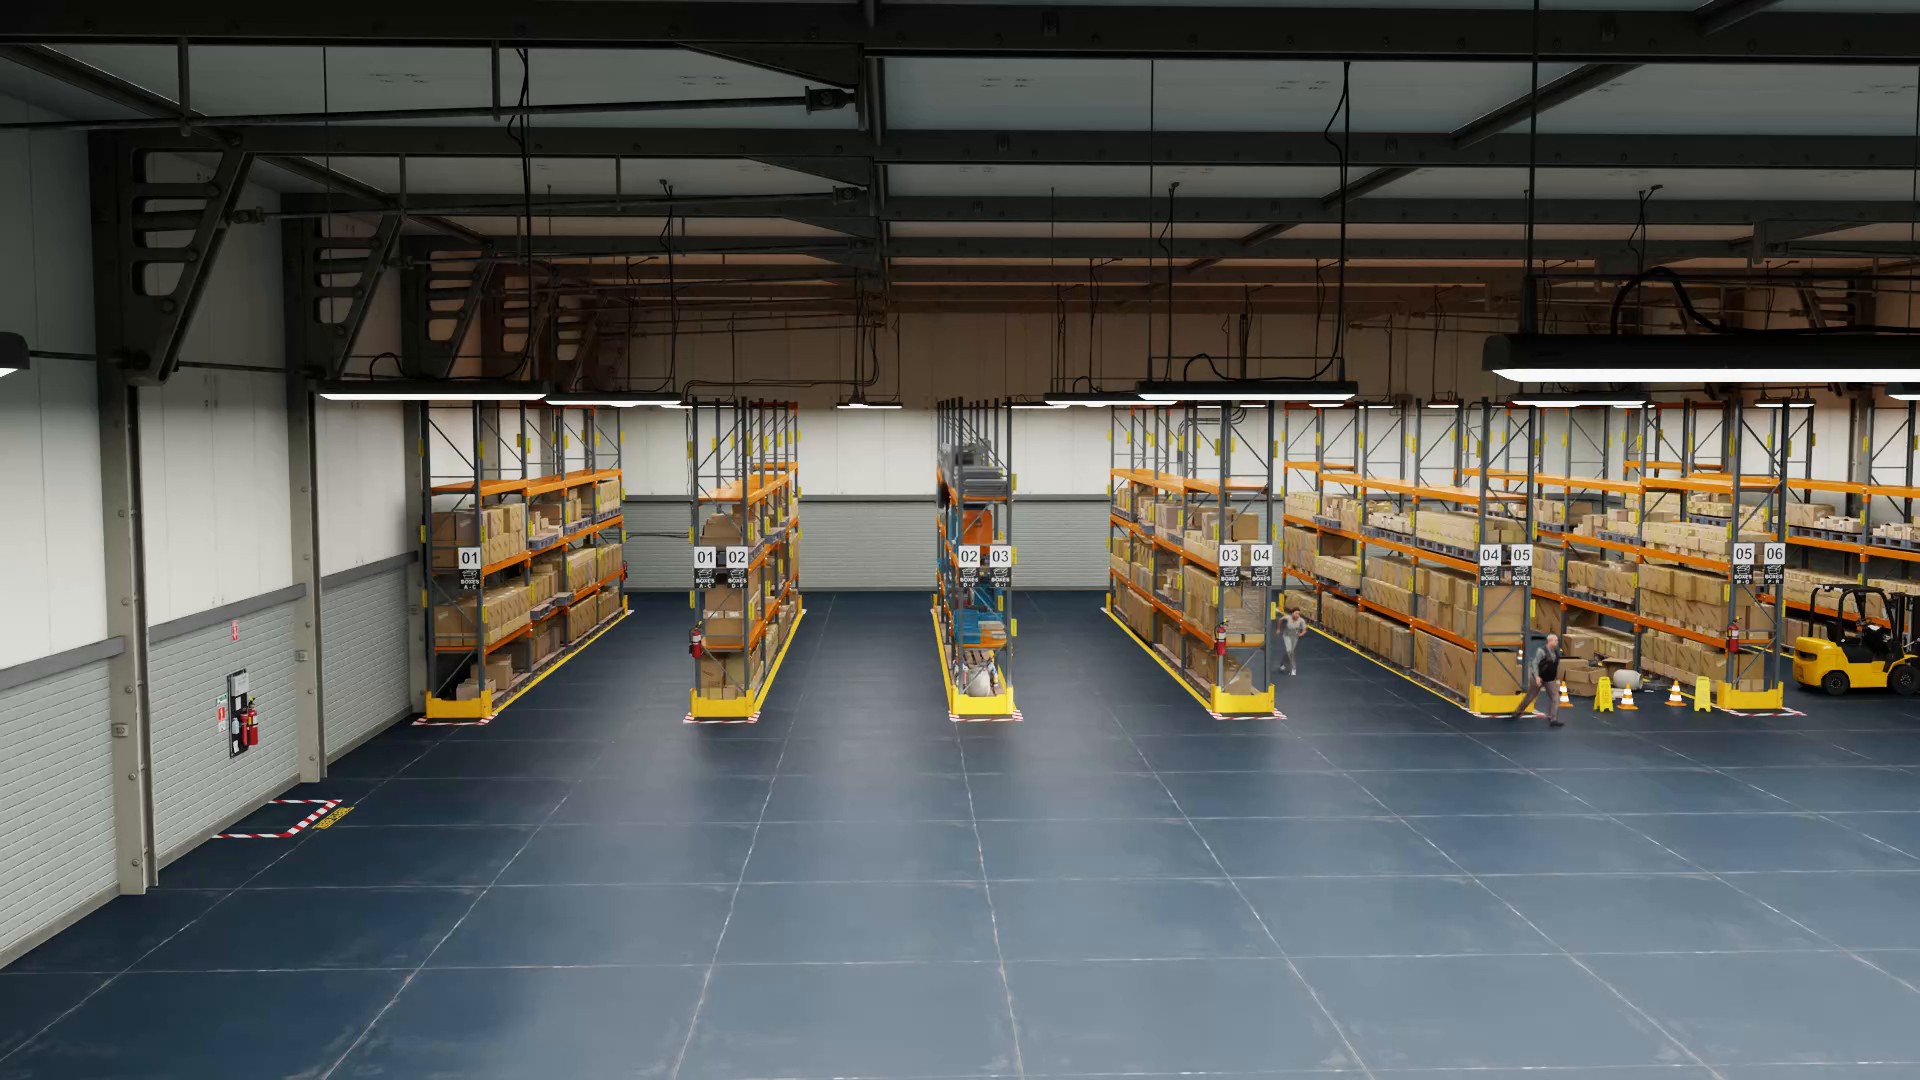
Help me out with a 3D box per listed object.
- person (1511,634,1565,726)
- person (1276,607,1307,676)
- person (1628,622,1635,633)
[{"bbox_3d":[10.601,2.539,30.357,0.653,1.669,0.990,-2,5,-25],"label":"person"},{"bbox_3d":[7.198,2.158,36.186,0.567,1.502,1.060,0,4,-4],"label":"person"},{"bbox_3d":[17.605,1.610,42.767,0.581,1.627,0.902,-2,5,-25],"label":"person"}]
